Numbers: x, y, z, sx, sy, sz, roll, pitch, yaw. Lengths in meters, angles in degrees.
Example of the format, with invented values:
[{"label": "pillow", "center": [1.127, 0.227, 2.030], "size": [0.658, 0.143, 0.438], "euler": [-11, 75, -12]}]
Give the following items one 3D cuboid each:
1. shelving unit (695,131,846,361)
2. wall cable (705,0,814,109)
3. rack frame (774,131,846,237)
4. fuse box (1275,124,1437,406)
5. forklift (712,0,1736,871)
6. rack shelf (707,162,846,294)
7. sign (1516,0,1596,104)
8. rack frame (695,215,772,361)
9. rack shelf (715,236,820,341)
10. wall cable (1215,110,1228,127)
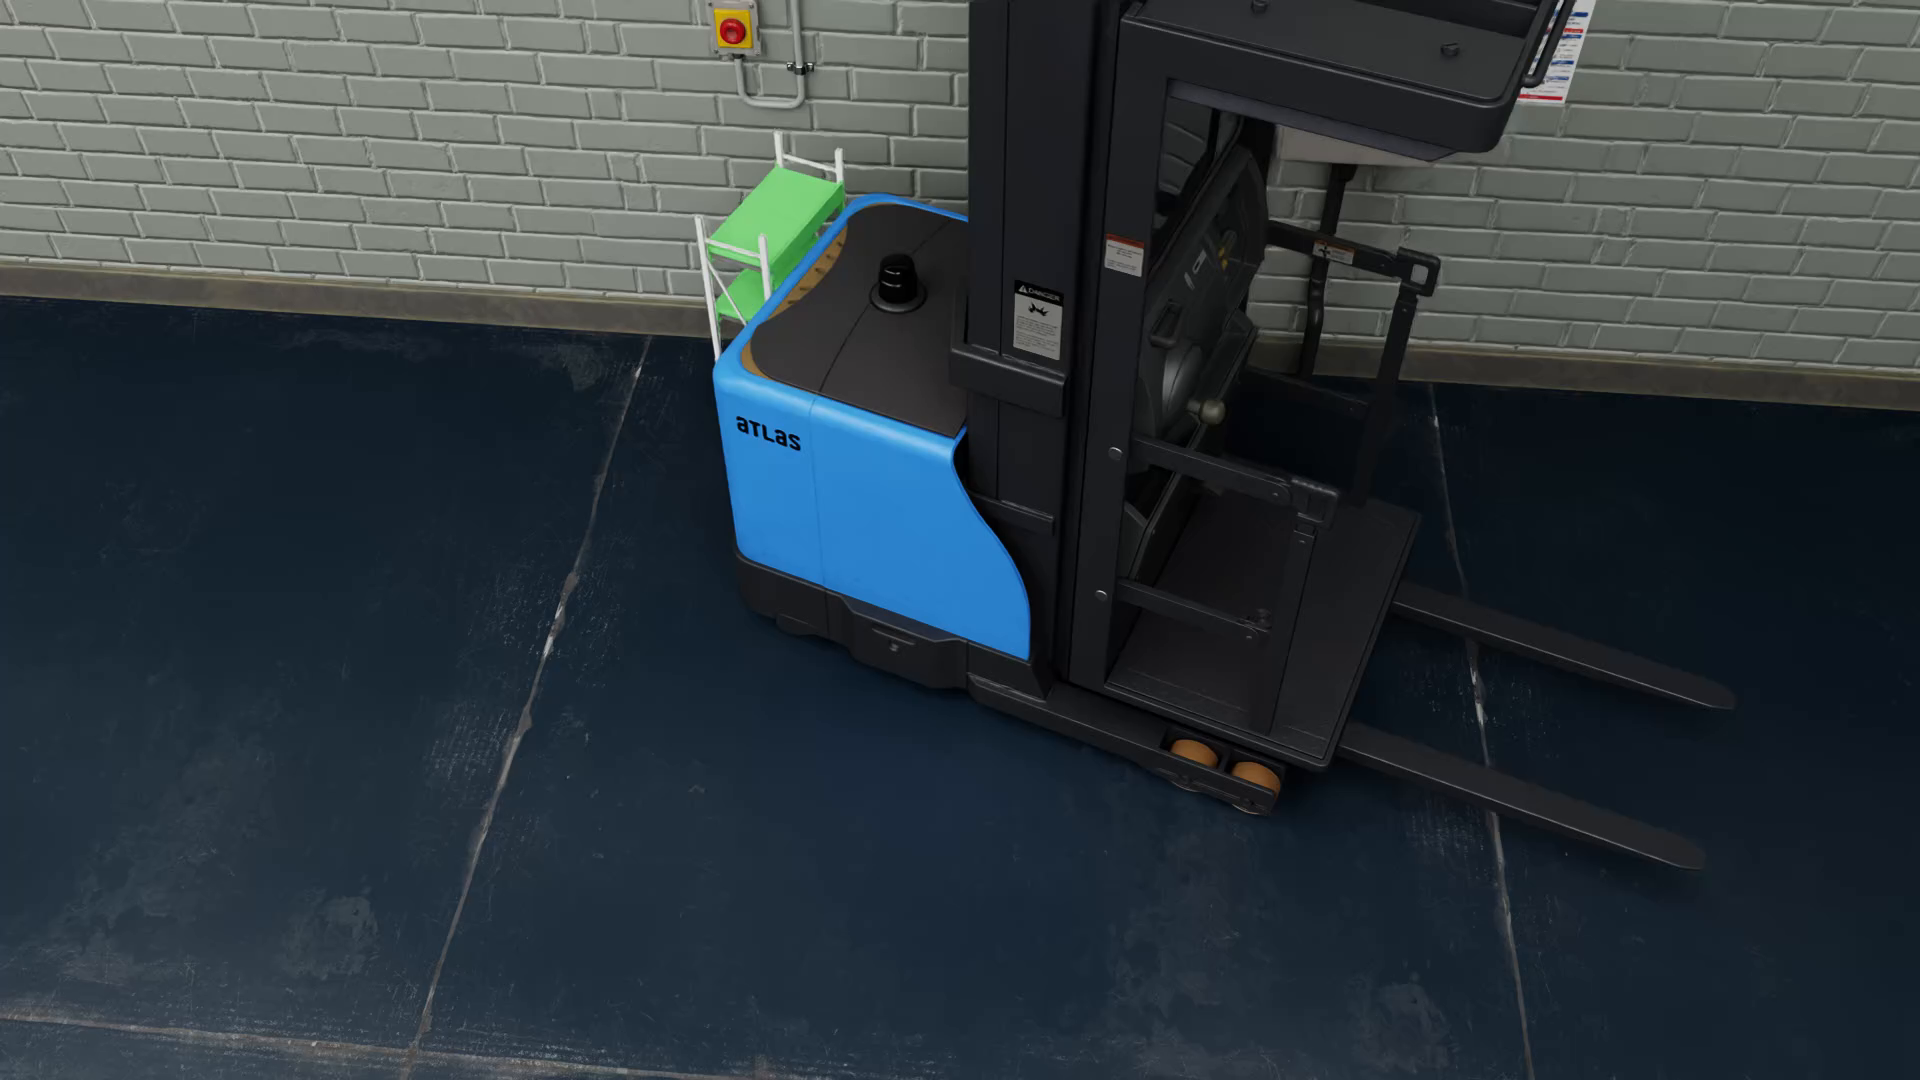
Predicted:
[{"label": "shelving unit", "center": [-0.585, -0.699, 5.576], "size": [0.258, 1.200, 0.503], "euler": [19, 50, 17]}, {"label": "wall cable", "center": [-0.784, -2.114, 4.941], "size": [0.585, 1.953, 0.123], "euler": [4, 48, 4]}, {"label": "rack frame", "center": [-0.482, -0.862, 5.725], "size": [0.240, 1.200, 0.015], "euler": [19, 50, 17]}, {"label": "fuse box", "center": [1.294, -1.078, 5.576], "size": [0.539, 1.711, 0.414], "euler": [4, 48, 4]}, {"label": "forklift", "center": [0.830, -0.617, 4.328], "size": [3.031, 2.935, 1.130], "euler": [19, 50, 17]}, {"label": "rack shelf", "center": [-0.585, -0.980, 5.269], "size": [0.258, 0.148, 0.480], "euler": [19, 50, 17]}, {"label": "sign", "center": [1.805, -1.599, 5.244], "size": [0.329, 0.494, 0.001], "euler": [4, 48, 4]}, {"label": "rack frame", "center": [-0.688, -0.536, 5.427], "size": [0.240, 1.200, 0.015], "euler": [19, 50, 17]}, {"label": "rack shelf", "center": [-0.585, -0.818, 5.446], "size": [0.258, 0.148, 0.480], "euler": [19, 50, 17]}, {"label": "wall cable", "center": [0.629, -2.017, 4.873], "size": [0.588, 1.984, 0.122], "euler": [4, 48, 4]}]
